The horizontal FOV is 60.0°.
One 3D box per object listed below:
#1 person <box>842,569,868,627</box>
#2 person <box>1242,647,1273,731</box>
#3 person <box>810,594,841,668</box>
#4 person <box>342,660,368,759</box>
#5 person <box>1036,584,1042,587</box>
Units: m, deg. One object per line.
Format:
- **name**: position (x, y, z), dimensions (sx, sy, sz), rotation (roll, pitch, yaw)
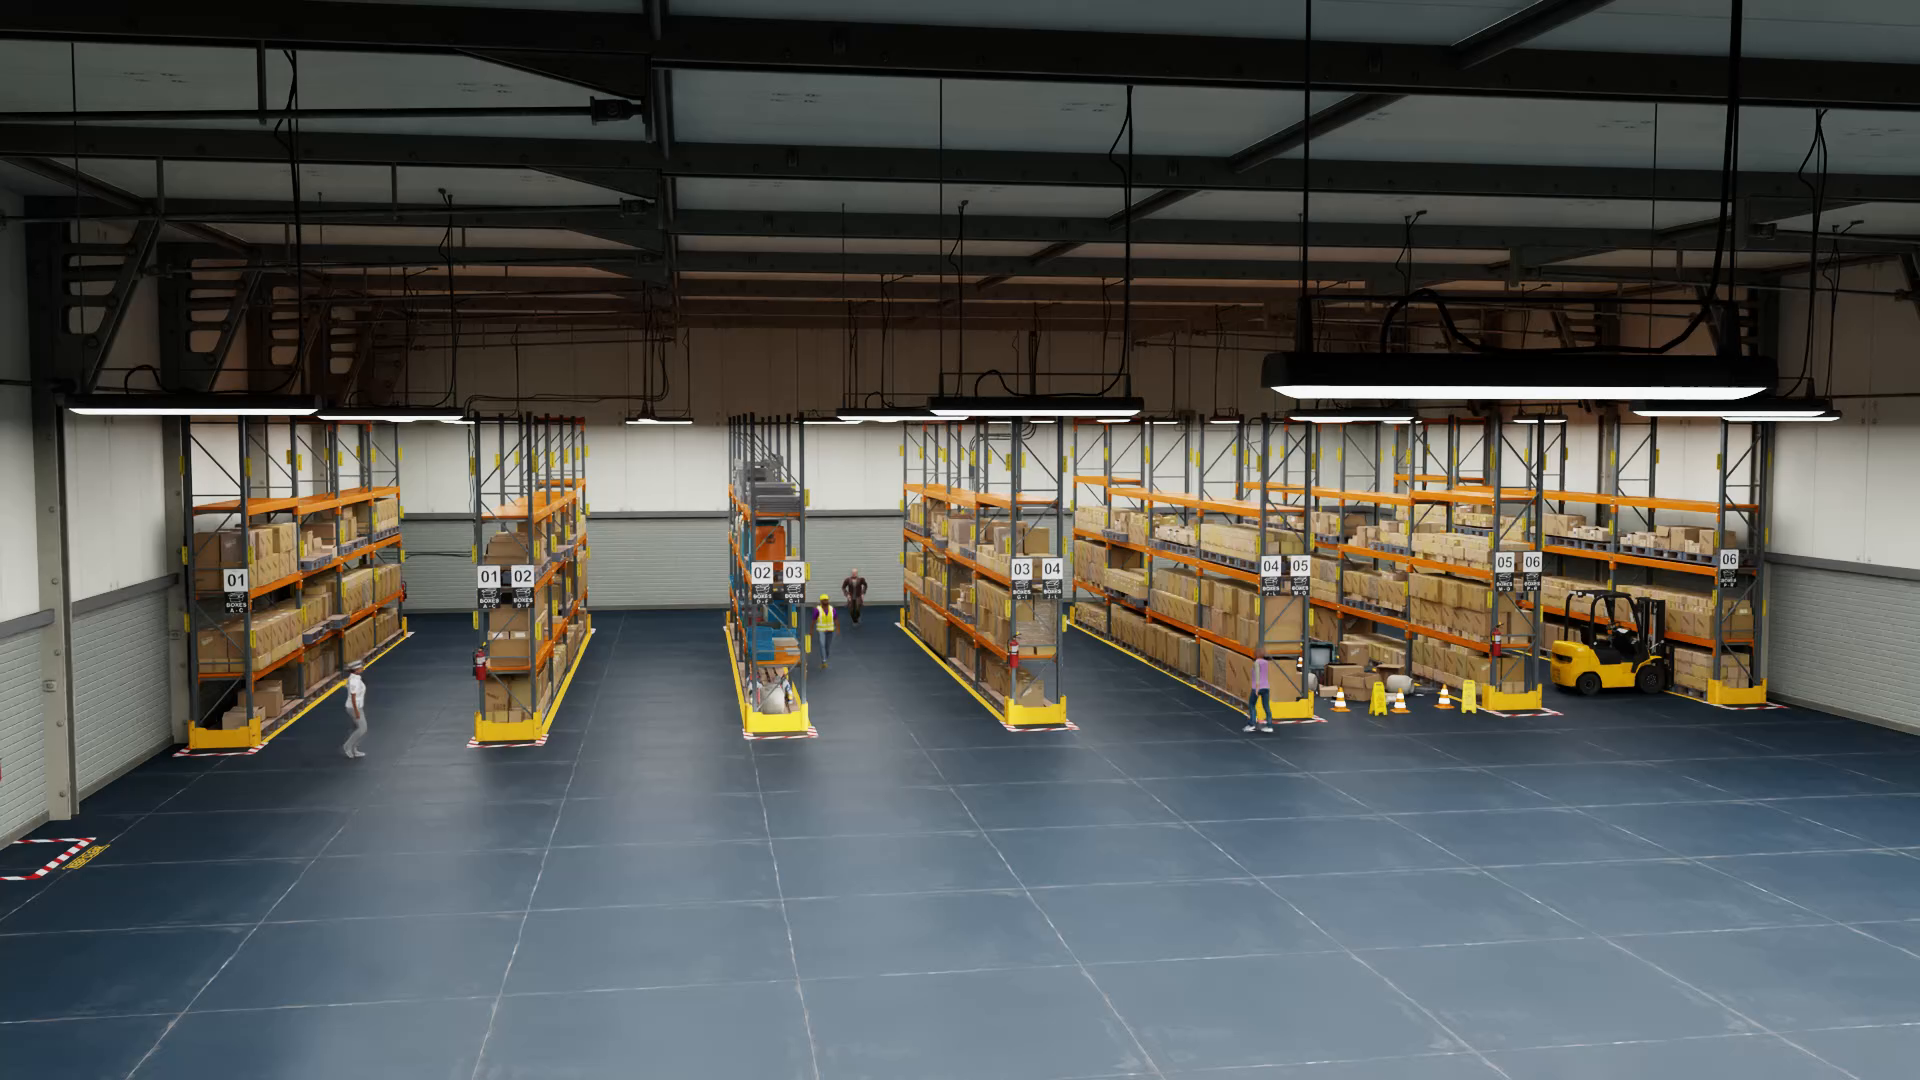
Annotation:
- **person**: position (-3.009, 1.656, 47.589), dimensions (0.728, 1.685, 0.655), rotation (0, 4, 2)
- **person**: position (5.660, 2.819, 31.227), dimensions (0.439, 1.613, 0.646), rotation (-3, 5, -34)
- **person**: position (-3.209, 2.151, 39.646), dimensions (0.671, 1.704, 1.079), rotation (-1, 4, -18)
- **person**: position (-10.453, 2.915, 28.743), dimensions (0.427, 1.679, 0.477), rotation (-1, 4, -13)
- **person**: position (2.263, 1.596, 47.900), dimensions (0.617, 1.742, 1.090), rotation (0, 4, 0)
